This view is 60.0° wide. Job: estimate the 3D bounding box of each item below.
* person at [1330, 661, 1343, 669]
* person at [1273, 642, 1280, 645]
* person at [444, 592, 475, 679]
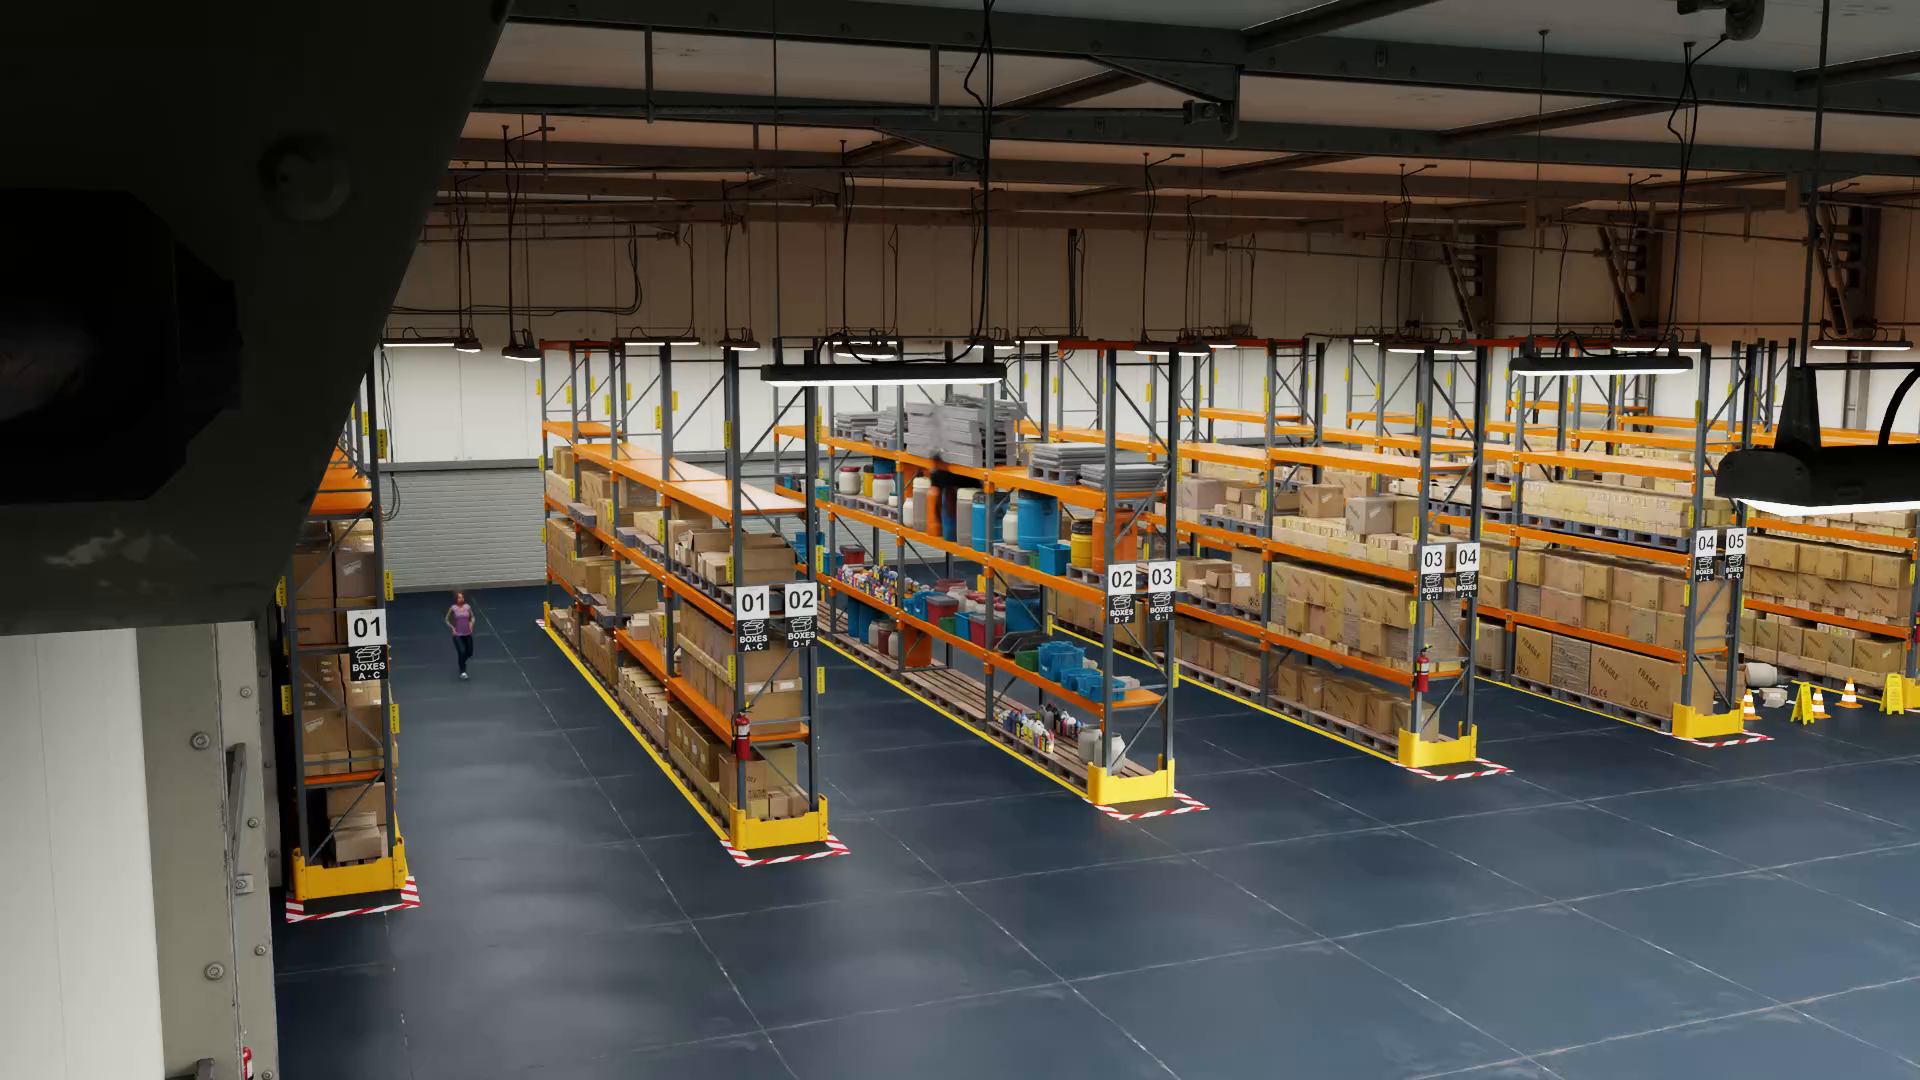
[{"bbox_3d":[6.832,1.472,30.950,0.686,1.727,0.989,-4,8,-28],"label":"person"},{"bbox_3d":[6.358,1.309,32.612,0.521,1.561,0.555,-3,8,-25],"label":"person"},{"bbox_3d":[-8.951,1.693,29.806,0.535,1.547,0.559,-4,9,-30],"label":"person"}]
